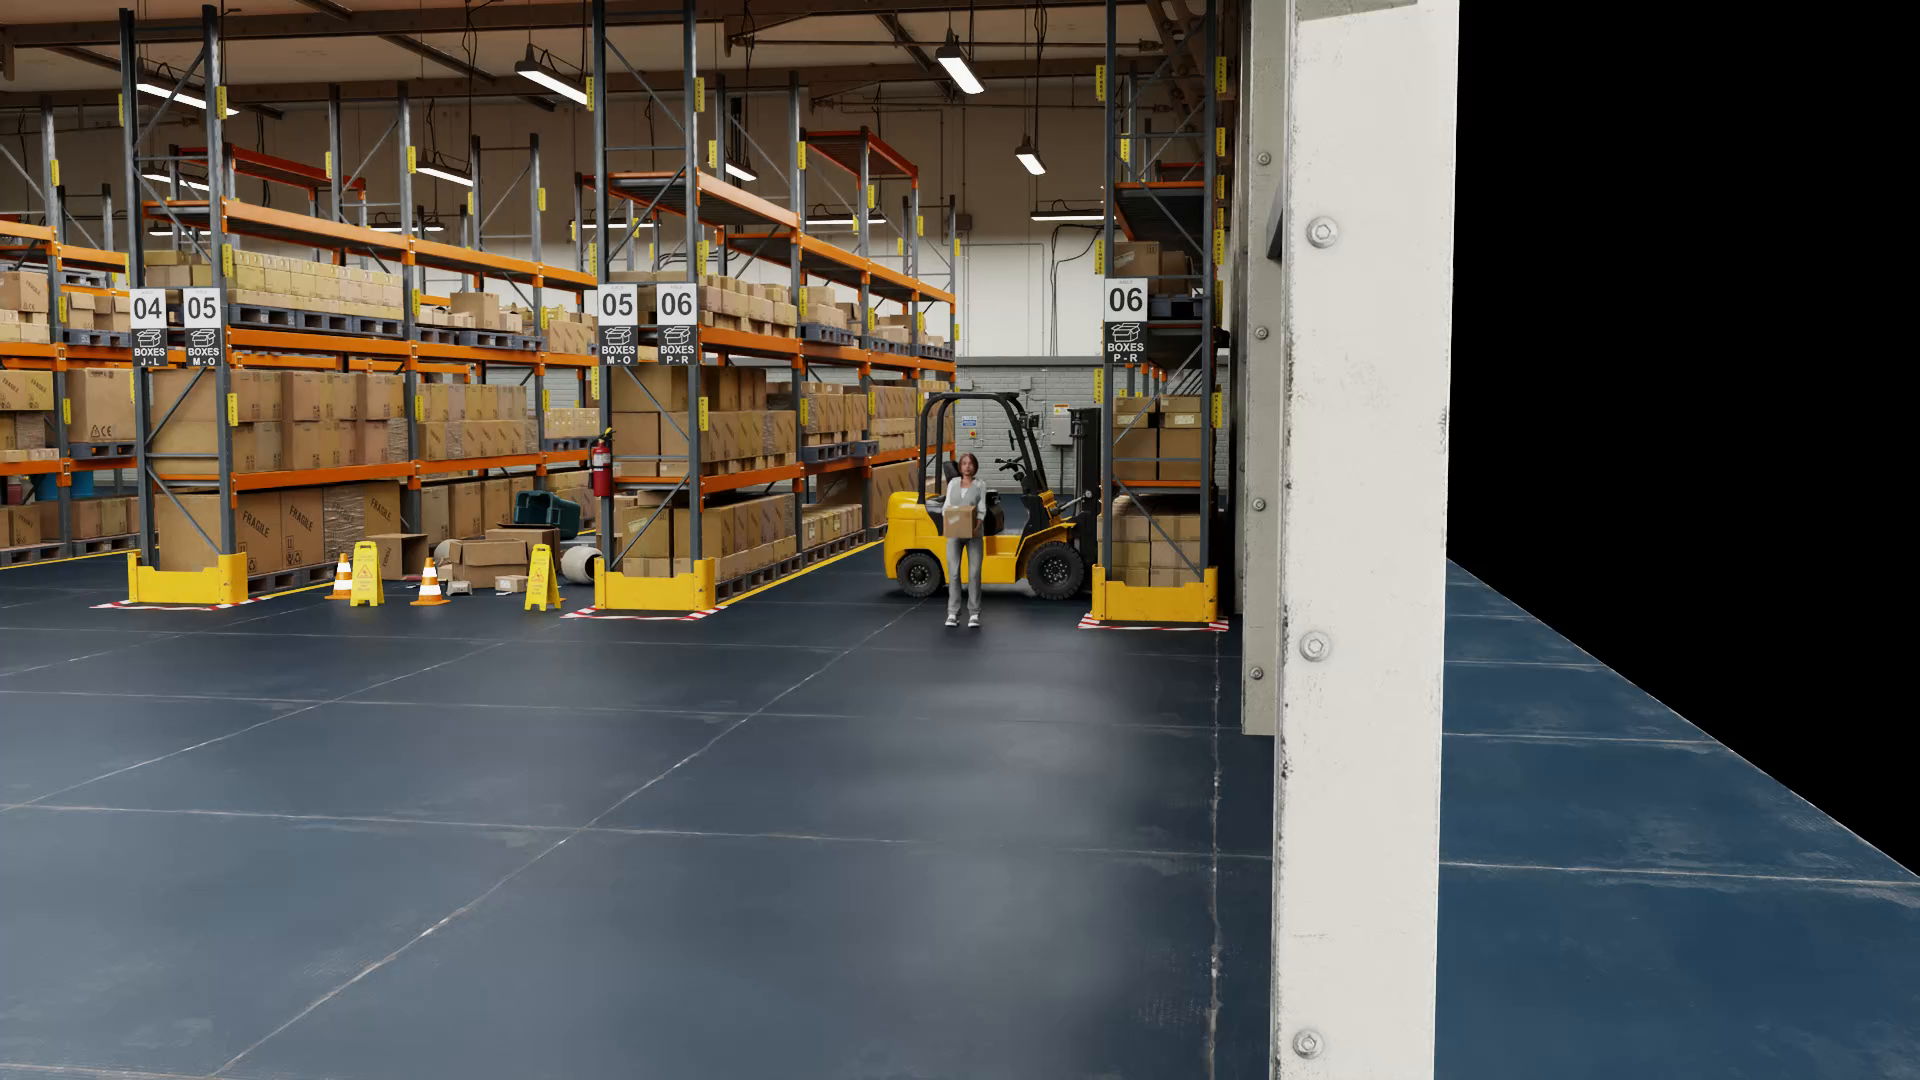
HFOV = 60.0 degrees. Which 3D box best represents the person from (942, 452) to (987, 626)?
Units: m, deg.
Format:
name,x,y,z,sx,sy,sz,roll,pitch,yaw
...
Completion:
name,x,y,z,sx,sy,sz,roll,pitch,yaw
person,0.040,0.023,15.203,0.406,1.534,0.492,1,5,9
